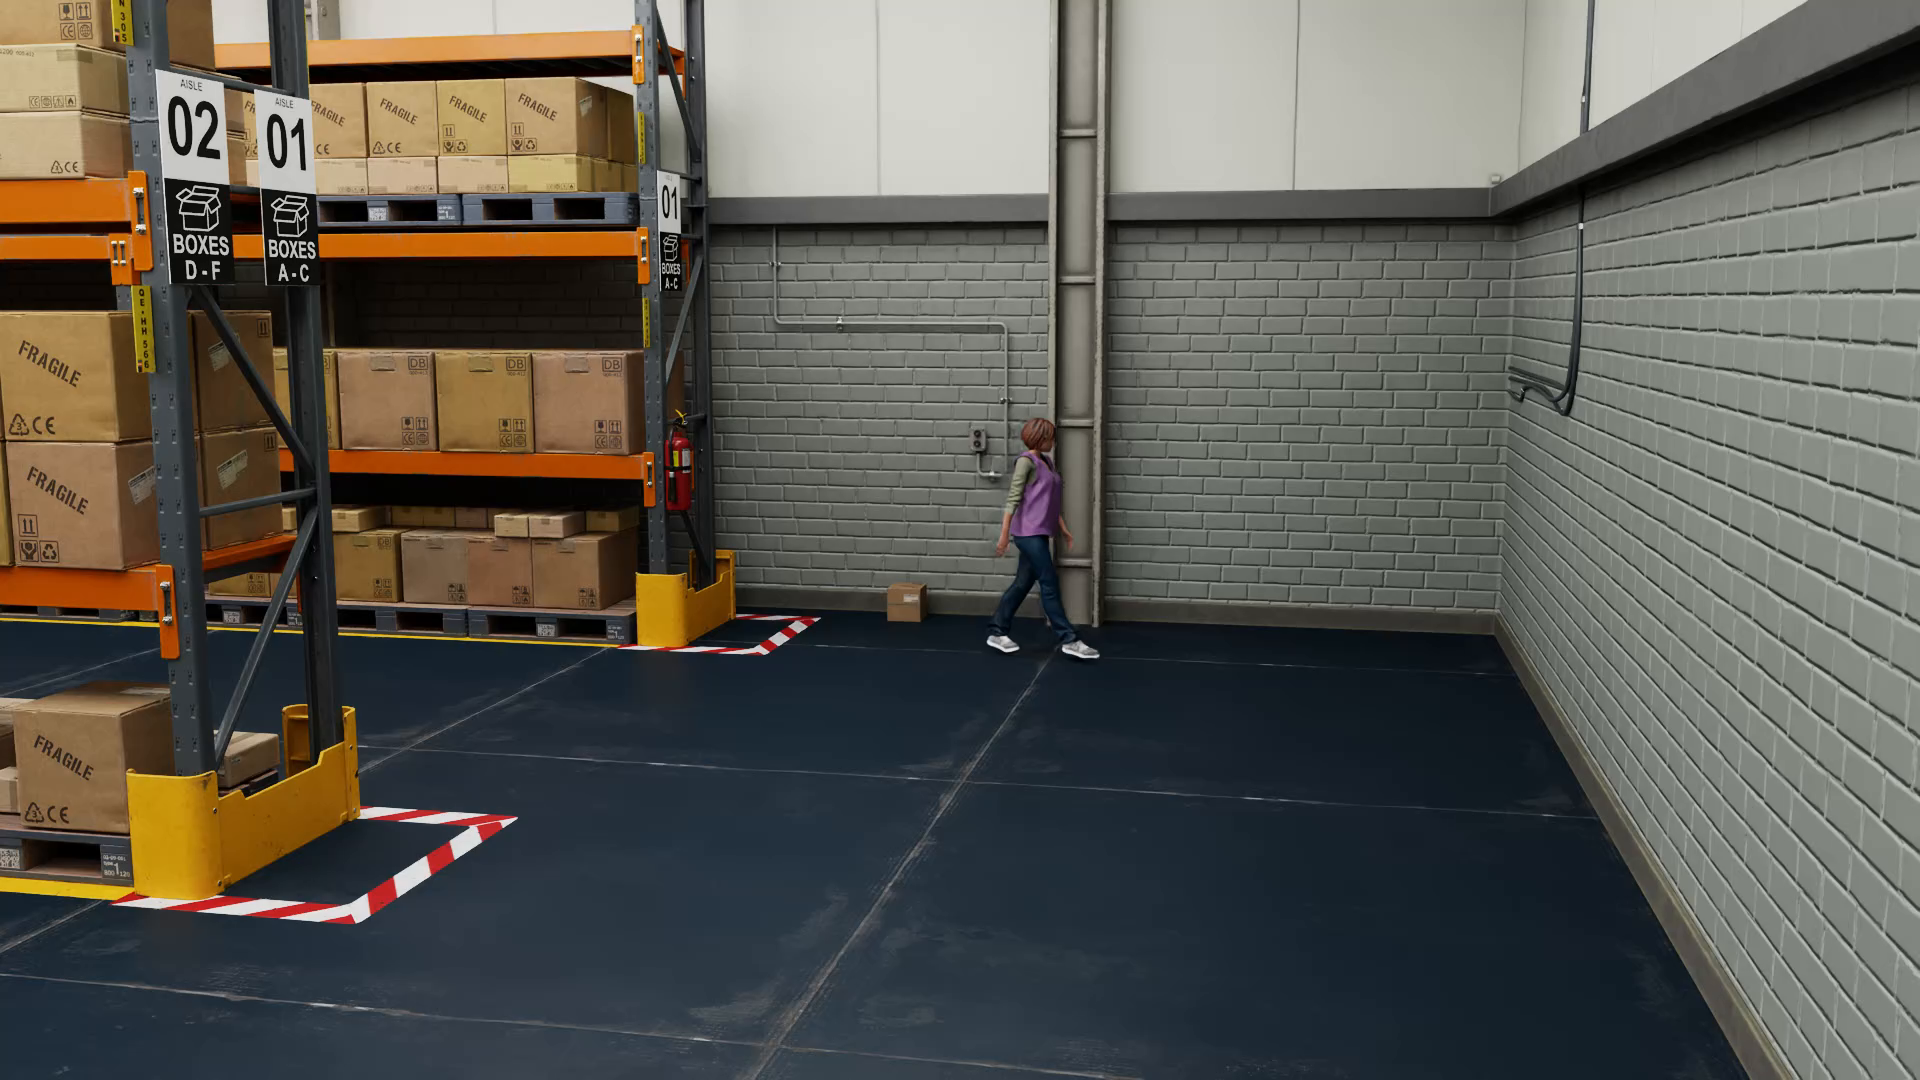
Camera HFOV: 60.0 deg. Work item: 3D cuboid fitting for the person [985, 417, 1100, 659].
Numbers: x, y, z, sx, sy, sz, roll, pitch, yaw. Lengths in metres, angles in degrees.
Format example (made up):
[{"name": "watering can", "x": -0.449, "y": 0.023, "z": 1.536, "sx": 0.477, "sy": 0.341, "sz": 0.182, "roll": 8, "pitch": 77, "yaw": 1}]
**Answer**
[{"name": "person", "x": 0.557, "y": -0.022, "z": 10.937, "sx": 0.834, "sy": 1.554, "sz": 0.487, "roll": 3, "pitch": 9, "yaw": 22}]
